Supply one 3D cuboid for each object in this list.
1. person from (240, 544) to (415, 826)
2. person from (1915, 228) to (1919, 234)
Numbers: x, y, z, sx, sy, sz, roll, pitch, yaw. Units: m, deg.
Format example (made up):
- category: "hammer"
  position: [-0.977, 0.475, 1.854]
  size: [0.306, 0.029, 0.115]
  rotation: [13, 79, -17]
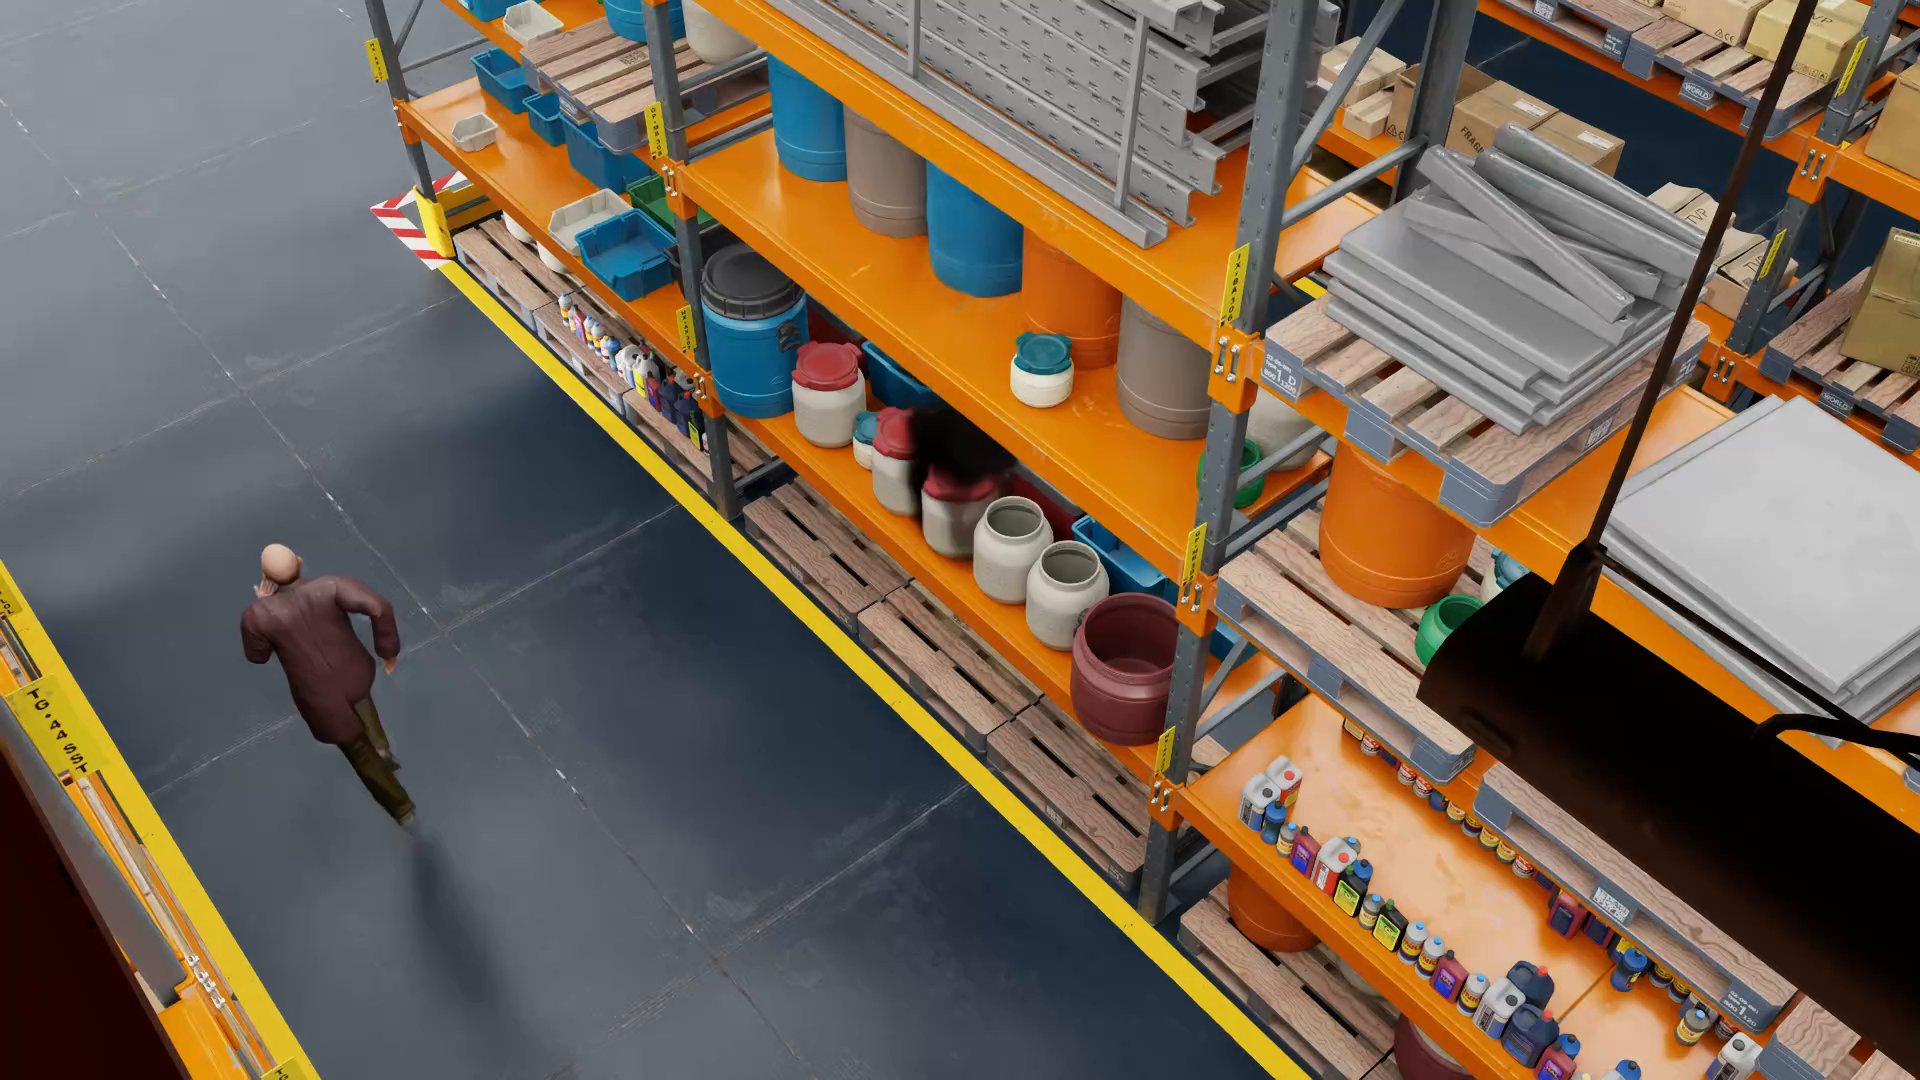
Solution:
- category: "person"
  position: [-3.256, 0.728, 8.704]
  size: [0.691, 1.747, 0.929]
  rotation: [-30, 54, -26]
- category: "person"
  position: [7.351, -2.332, 12.065]
  size: [0.813, 1.678, 0.559]
  rotation: [29, 53, 25]
